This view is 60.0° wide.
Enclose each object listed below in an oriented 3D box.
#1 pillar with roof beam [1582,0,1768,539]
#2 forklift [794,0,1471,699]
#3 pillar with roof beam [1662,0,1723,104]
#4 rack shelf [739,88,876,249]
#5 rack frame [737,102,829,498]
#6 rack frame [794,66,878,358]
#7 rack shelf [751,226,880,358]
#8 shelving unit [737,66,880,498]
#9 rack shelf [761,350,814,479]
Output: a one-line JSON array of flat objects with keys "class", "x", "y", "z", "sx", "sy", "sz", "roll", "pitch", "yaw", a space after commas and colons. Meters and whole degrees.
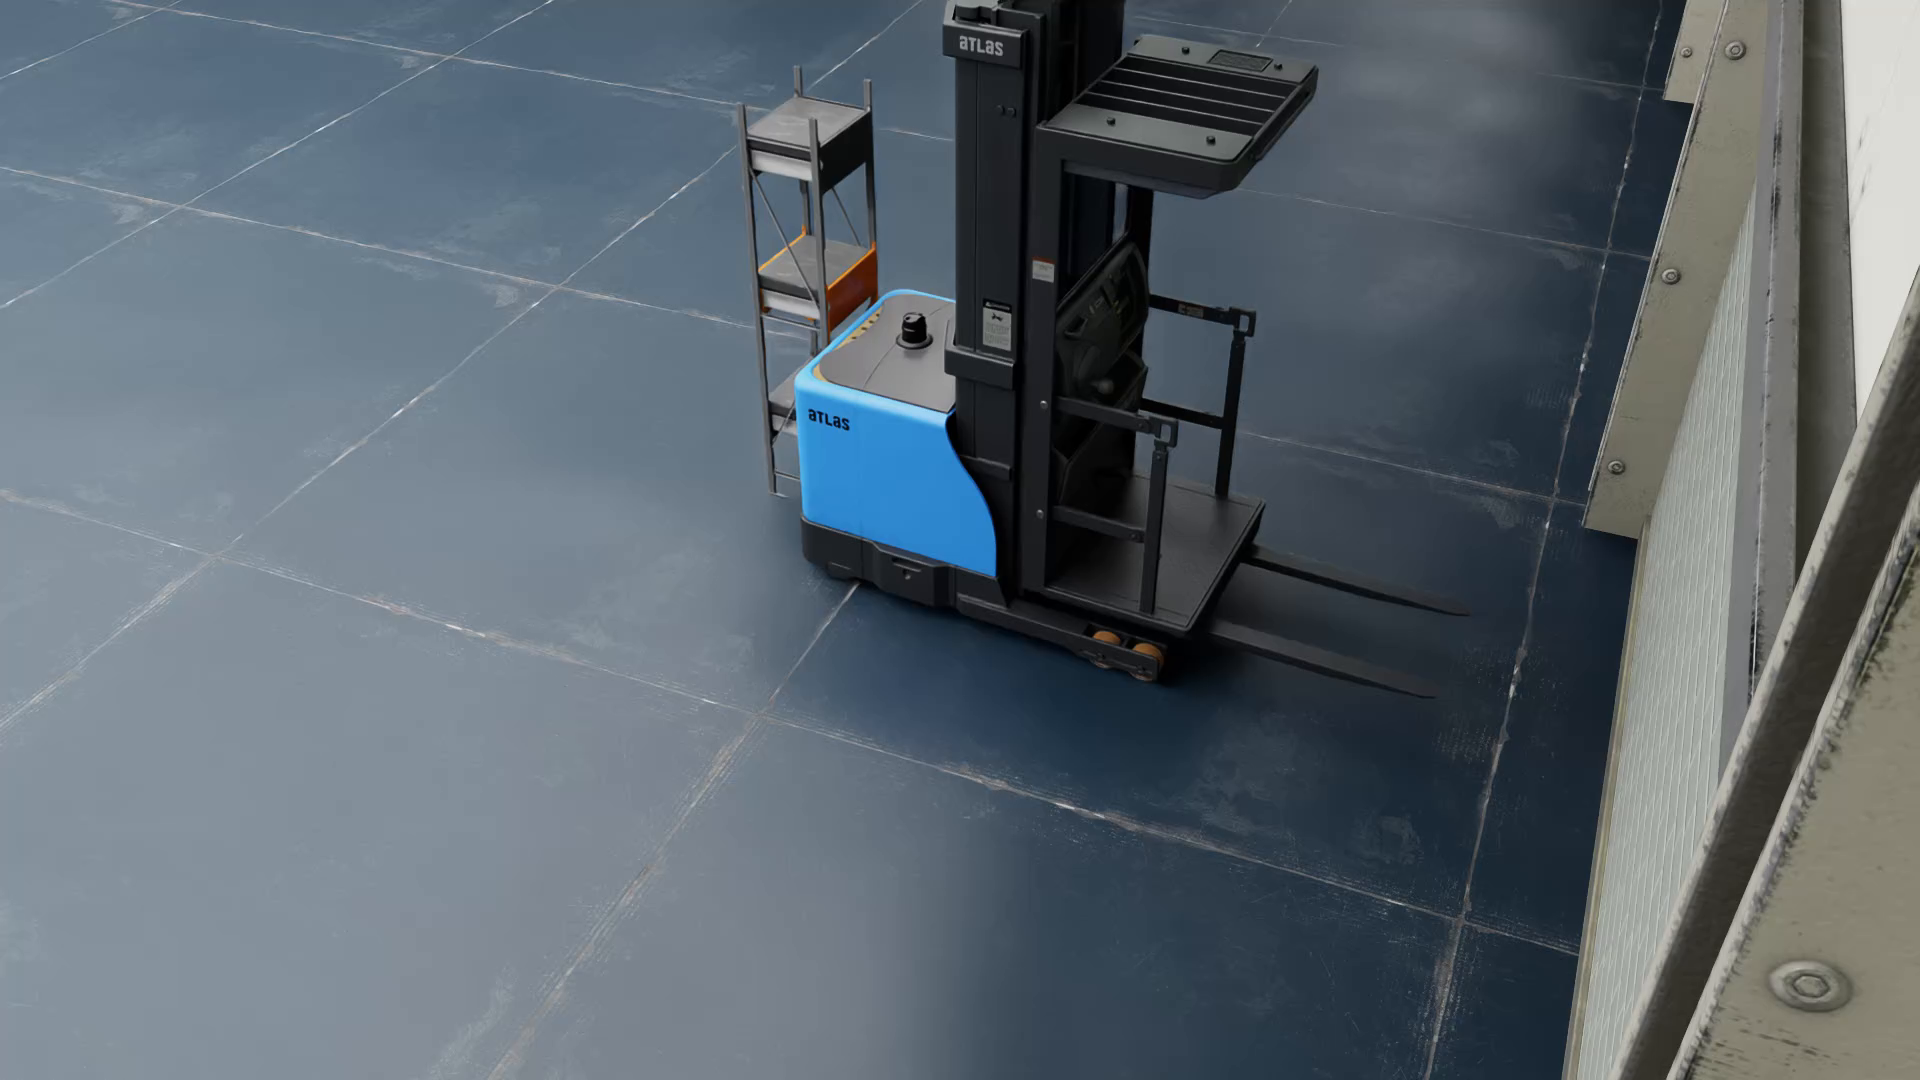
[{"class": "pillar with roof beam", "x": -0.646, "y": -4.727, "z": 7.058, "sx": 9.100, "sy": 9.000, "sz": 0.400, "roll": 14, "pitch": 39, "yaw": 18}, {"class": "forklift", "x": 0.793, "y": -0.911, "z": 7.021, "sx": 3.031, "sy": 2.935, "sz": 1.130, "roll": 16, "pitch": 40, "yaw": 21}, {"class": "pillar with roof beam", "x": 1.637, "y": -8.049, "z": 11.502, "sx": 9.100, "sy": 9.000, "sz": 0.400, "roll": 14, "pitch": 39, "yaw": 18}, {"class": "rack shelf", "x": -0.692, "y": -1.709, "z": 7.637, "sx": 0.431, "sy": 0.518, "sz": 0.480, "roll": 16, "pitch": 40, "yaw": 21}, {"class": "rack frame", "x": -0.800, "y": -1.028, "z": 7.872, "sx": 0.400, "sy": 2.100, "sz": 0.015, "roll": 16, "pitch": 40, "yaw": 21}, {"class": "rack frame", "x": -0.584, "y": -1.291, "z": 8.223, "sx": 0.400, "sy": 2.100, "sz": 0.015, "roll": 16, "pitch": 40, "yaw": 21}, {"class": "rack shelf", "x": -0.692, "y": -1.149, "z": 8.056, "sx": 0.431, "sy": 0.518, "sz": 0.480, "roll": 16, "pitch": 40, "yaw": 21}, {"class": "shelving unit", "x": -0.692, "y": -1.160, "z": 8.047, "sx": 0.431, "sy": 2.100, "sz": 0.503, "roll": 16, "pitch": 40, "yaw": 21}, {"class": "rack shelf", "x": -0.692, "y": -0.588, "z": 8.475, "sx": 0.431, "sy": 0.518, "sz": 0.480, "roll": 16, "pitch": 40, "yaw": 21}]
